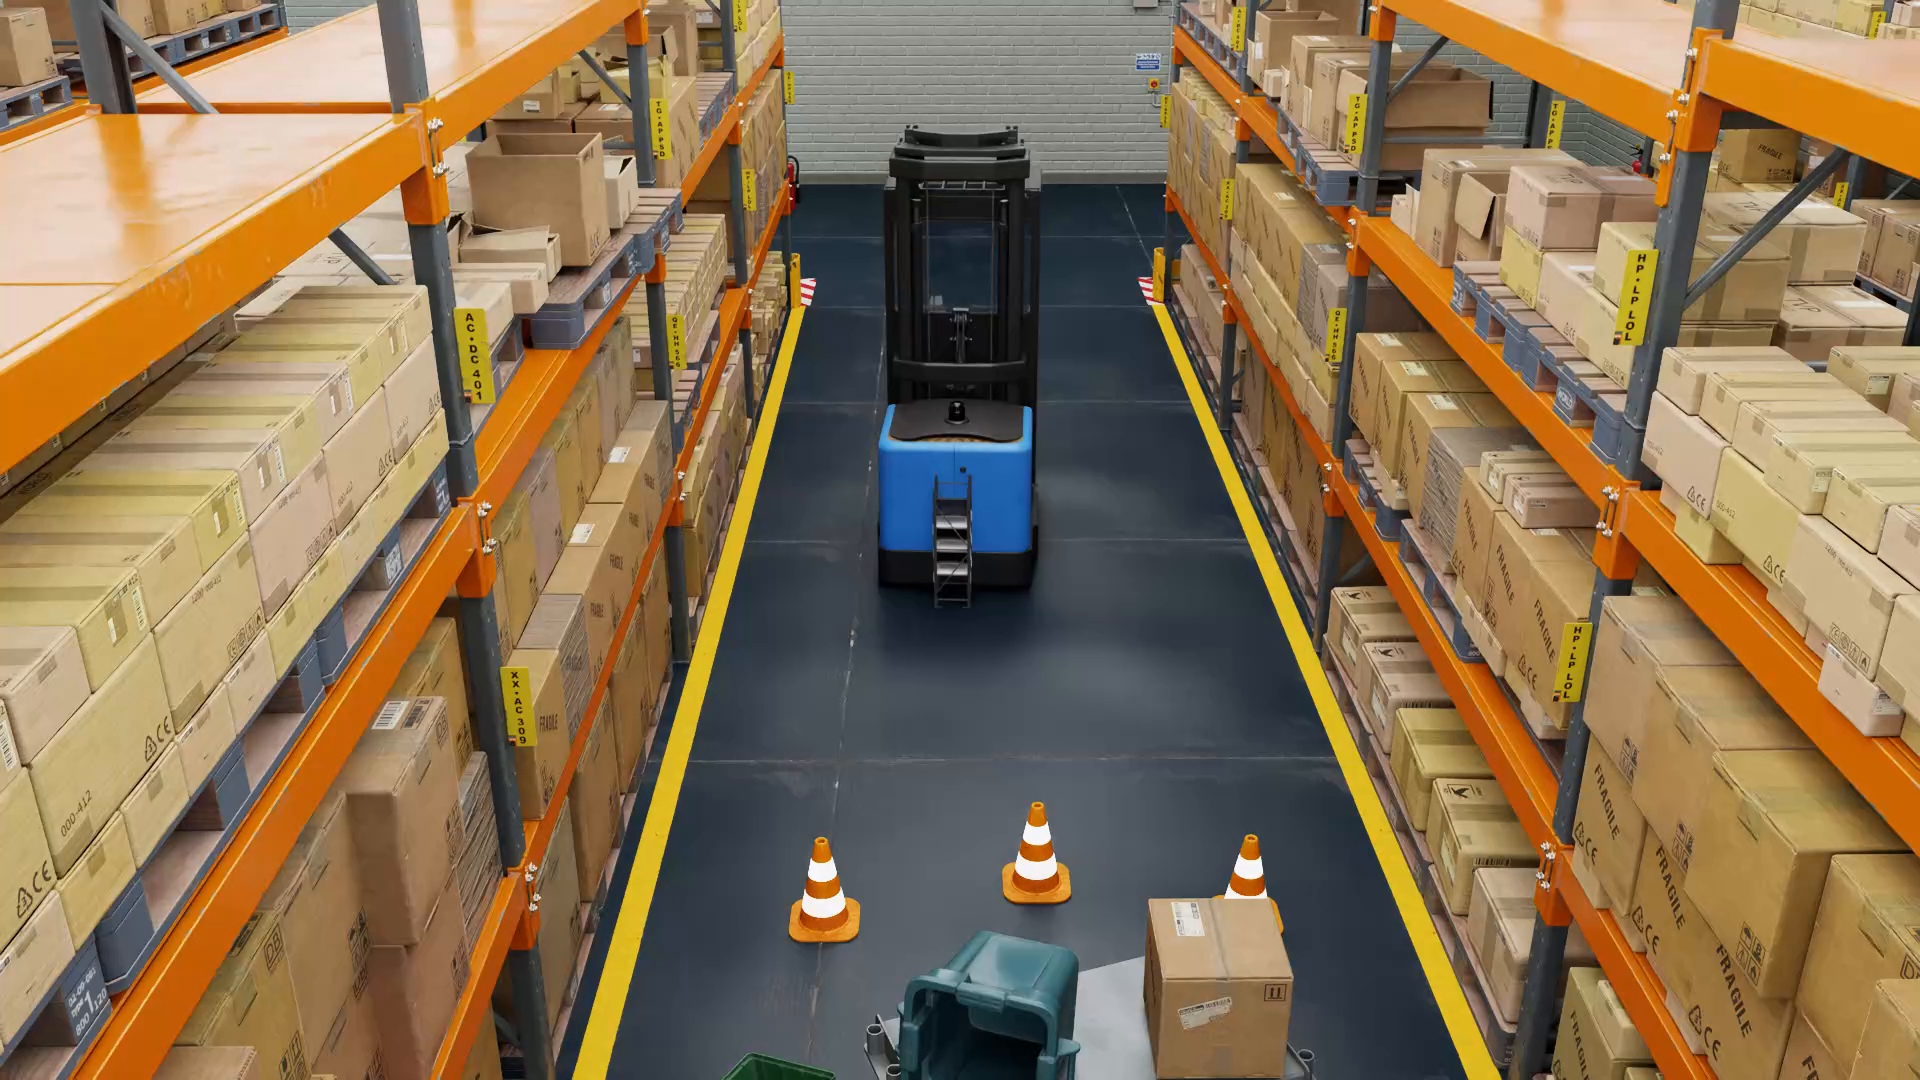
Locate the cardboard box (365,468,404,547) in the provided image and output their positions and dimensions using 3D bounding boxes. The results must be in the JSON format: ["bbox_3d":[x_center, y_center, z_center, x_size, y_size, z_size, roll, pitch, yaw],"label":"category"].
[{"bbox_3d":[-1.819,-0.093,4.732,0.380,0.149,0.250,0,24,0],"label":"cardboard box"}]

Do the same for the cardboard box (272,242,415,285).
[{"bbox_3d":[-2.383,-1.006,6.628,0.500,0.250,0.500,0,24,-1],"label":"cardboard box"}]

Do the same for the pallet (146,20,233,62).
[{"bbox_3d":[-7.207,-4.443,14.785,1.003,0.211,1.213,0,24,-1],"label":"pallet"}]

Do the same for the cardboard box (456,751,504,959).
[{"bbox_3d":[-2.134,1.121,5.832,0.875,0.550,0.550,0,24,-1],"label":"cardboard box"}]

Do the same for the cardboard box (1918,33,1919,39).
[{"bbox_3d":[7.274,-3.632,12.197,0.380,0.149,0.250,-1,24,-2],"label":"cardboard box"}]

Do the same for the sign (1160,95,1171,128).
[{"bbox_3d":[2.113,-4.402,17.079,0.100,0.325,0.005,0,24,-1],"label":"sign"}]

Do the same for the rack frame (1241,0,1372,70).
[{"bbox_3d":[2.712,-5.056,12.393,1.000,3.000,0.127,0,24,-1],"label":"rack frame"}]

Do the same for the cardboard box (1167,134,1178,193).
[{"bbox_3d":[2.386,-3.818,16.813,0.500,0.500,0.500,0,24,-1],"label":"cardboard box"}]

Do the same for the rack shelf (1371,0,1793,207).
[{"bbox_3d":[2.777,-2.074,7.157,1.077,0.370,4.000,0,24,-1],"label":"rack shelf"}]

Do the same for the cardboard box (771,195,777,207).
[{"bbox_3d":[-1.985,-3.349,16.203,0.380,0.149,0.250,0,24,1],"label":"cardboard box"}]

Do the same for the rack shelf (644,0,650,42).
[{"bbox_3d":[-2.215,-3.658,10.660,1.077,0.370,4.000,0,24,-1],"label":"rack shelf"}]

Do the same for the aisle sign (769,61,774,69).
[{"bbox_3d":[-1.981,-5.123,16.666,0.394,0.787,0.004,0,24,-1],"label":"aisle sign"}]

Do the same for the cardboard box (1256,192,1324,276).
[{"bbox_3d":[2.465,-2.225,12.079,0.500,0.500,0.500,-1,24,-2],"label":"cardboard box"}]

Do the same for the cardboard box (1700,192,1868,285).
[{"bbox_3d":[3.178,-1.192,6.554,0.500,0.250,0.500,-1,24,-2],"label":"cardboard box"}]

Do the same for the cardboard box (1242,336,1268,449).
[{"bbox_3d":[2.798,-1.291,13.417,0.875,0.875,0.875,0,24,1],"label":"cardboard box"}]

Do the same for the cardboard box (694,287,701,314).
[{"bbox_3d":[-2.020,-1.665,11.609,0.380,0.149,0.250,1,24,1],"label":"cardboard box"}]

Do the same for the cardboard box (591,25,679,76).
[{"bbox_3d":[-2.352,-3.227,11.354,0.797,0.503,0.637,-1,24,-1],"label":"cardboard box"}]

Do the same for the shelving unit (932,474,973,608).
[{"bbox_3d":[-0.048,0.014,10.988,0.258,0.900,0.210,1,31,2],"label":"shelving unit"}]

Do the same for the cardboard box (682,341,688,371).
[{"bbox_3d":[-2.007,-1.206,10.955,0.380,0.149,0.250,1,24,2],"label":"cardboard box"}]

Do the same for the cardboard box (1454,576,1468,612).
[{"bbox_3d":[2.521,0.265,7.702,0.380,0.149,0.250,0,24,-1],"label":"cardboard box"}]

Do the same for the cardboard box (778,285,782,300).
[{"bbox_3d":[-1.982,-2.505,16.621,0.380,0.149,0.250,-1,24,-3],"label":"cardboard box"}]

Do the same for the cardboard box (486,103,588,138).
[{"bbox_3d":[-2.454,-2.257,9.723,0.500,0.500,0.500,0,24,-1],"label":"cardboard box"}]

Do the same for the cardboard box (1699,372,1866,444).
[{"bbox_3d":[2.508,-0.404,5.083,0.380,0.149,0.250,0,24,1],"label":"cardboard box"}]

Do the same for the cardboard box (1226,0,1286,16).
[{"bbox_3d":[2.665,-4.529,14.111,0.797,0.503,0.637,2,24,4],"label":"cardboard box"}]

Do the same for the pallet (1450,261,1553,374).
[{"bbox_3d":[2.884,-0.990,7.270,1.213,0.211,1.003,0,24,-1],"label":"pallet"}]

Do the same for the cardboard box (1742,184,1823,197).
[{"bbox_3d":[7.413,-3.035,15.024,0.500,0.250,0.500,0,24,-1],"label":"cardboard box"}]

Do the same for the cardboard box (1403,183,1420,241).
[{"bbox_3d":[2.591,-1.744,8.873,0.396,0.266,0.258,0,24,-1],"label":"cardboard box"}]

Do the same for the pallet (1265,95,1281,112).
[{"bbox_3d":[2.771,-3.225,12.216,0.805,0.209,1.217,-1,24,-3],"label":"pallet"}]

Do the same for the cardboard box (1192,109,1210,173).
[{"bbox_3d":[2.421,-3.643,15.213,0.500,0.500,0.500,0,24,0],"label":"cardboard box"}]

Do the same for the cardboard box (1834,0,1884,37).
[{"bbox_3d":[7.429,-4.215,13.388,0.500,0.250,0.500,0,24,0],"label":"cardboard box"}]

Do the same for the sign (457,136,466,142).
[{"bbox_3d":[-2.736,-2.211,9.116,0.100,0.325,0.005,0,24,-1],"label":"sign"}]

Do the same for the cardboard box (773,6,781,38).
[{"bbox_3d":[-2.011,-5.019,16.133,0.500,0.250,0.500,-1,24,-2],"label":"cardboard box"}]

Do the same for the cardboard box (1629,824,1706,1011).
[{"bbox_3d":[2.554,1.182,5.398,0.500,0.500,0.500,0,24,-1],"label":"cardboard box"}]

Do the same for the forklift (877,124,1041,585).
[{"bbox_3d":[0.028,-1.594,12.102,1.130,2.935,3.031,1,24,2],"label":"forklift"}]

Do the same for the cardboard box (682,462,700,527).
[{"bbox_3d":[-1.959,-0.290,10.748,0.500,0.250,0.500,-1,24,-3],"label":"cardboard box"}]

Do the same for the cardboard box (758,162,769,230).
[{"bbox_3d":[-1.973,-3.057,14.770,0.500,0.500,0.500,-1,24,-2],"label":"cardboard box"}]

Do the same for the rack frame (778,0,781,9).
[{"bbox_3d":[-2.281,-6.641,15.896,1.000,3.000,0.127,0,24,-1],"label":"rack frame"}]

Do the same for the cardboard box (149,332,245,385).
[{"bbox_3d":[-2.424,-0.431,4.996,0.500,0.250,0.500,0,24,0],"label":"cardboard box"}]

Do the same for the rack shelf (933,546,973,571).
[{"bbox_3d":[-0.048,0.119,11.052,0.258,0.077,0.200,1,31,2],"label":"rack shelf"}]

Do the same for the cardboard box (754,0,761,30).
[{"bbox_3d":[-2.018,-4.615,14.633,0.500,0.250,0.500,-1,24,-3],"label":"cardboard box"}]

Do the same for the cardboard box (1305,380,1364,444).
[{"bbox_3d":[2.490,-0.814,10.474,0.500,0.250,0.500,-1,24,-2],"label":"cardboard box"}]

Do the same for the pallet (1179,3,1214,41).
[{"bbox_3d":[2.687,-4.992,15.998,1.003,0.211,1.213,0,24,-1],"label":"pallet"}]

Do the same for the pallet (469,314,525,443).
[{"bbox_3d":[-2.209,-0.620,6.456,0.805,0.209,1.217,-1,24,-3],"label":"pallet"}]

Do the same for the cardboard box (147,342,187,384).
[{"bbox_3d":[-2.482,-0.558,4.794,0.380,0.149,0.250,0,24,-1],"label":"cardboard box"}]

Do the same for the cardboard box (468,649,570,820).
[{"bbox_3d":[-1.886,0.774,6.661,0.500,0.500,0.500,0,24,0],"label":"cardboard box"}]

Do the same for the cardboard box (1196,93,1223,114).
[{"bbox_3d":[2.370,-3.981,15.174,0.380,0.149,0.250,-1,24,-2],"label":"cardboard box"}]

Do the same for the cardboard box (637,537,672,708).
[{"bbox_3d":[-2.277,0.474,9.665,1.050,0.750,0.750,-1,24,-1],"label":"cardboard box"}]

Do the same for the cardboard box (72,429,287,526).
[{"bbox_3d":[-1.814,-0.146,3.882,0.380,0.149,0.250,-1,24,-1],"label":"cardboard box"}]

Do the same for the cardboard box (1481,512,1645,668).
[{"bbox_3d":[2.558,0.208,7.043,0.500,0.500,0.500,0,24,0],"label":"cardboard box"}]

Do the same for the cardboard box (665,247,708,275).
[{"bbox_3d":[-2.031,-2.016,12.024,0.380,0.149,0.250,-1,24,-2],"label":"cardboard box"}]

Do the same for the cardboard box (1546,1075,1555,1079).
[{"bbox_3d":[2.535,2.279,6.281,0.500,0.250,0.500,-1,24,-3],"label":"cardboard box"}]

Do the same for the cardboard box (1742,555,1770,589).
[{"bbox_3d":[2.617,0.061,5.024,0.380,0.149,0.250,0,24,-1],"label":"cardboard box"}]

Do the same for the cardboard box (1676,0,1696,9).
[{"bbox_3d":[7.363,-5.245,16.271,0.500,0.250,0.500,-1,24,-1],"label":"cardboard box"}]

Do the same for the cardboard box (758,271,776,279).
[{"bbox_3d":[-2.007,-2.537,16.330,0.380,0.149,0.250,-1,24,-3],"label":"cardboard box"}]

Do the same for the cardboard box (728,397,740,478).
[{"bbox_3d":[-1.972,-0.796,12.777,0.500,0.500,0.500,-1,24,-2],"label":"cardboard box"}]

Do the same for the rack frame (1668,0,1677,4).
[{"bbox_3d":[7.631,-6.728,16.090,1.000,3.000,0.127,0,24,-1],"label":"rack frame"}]
